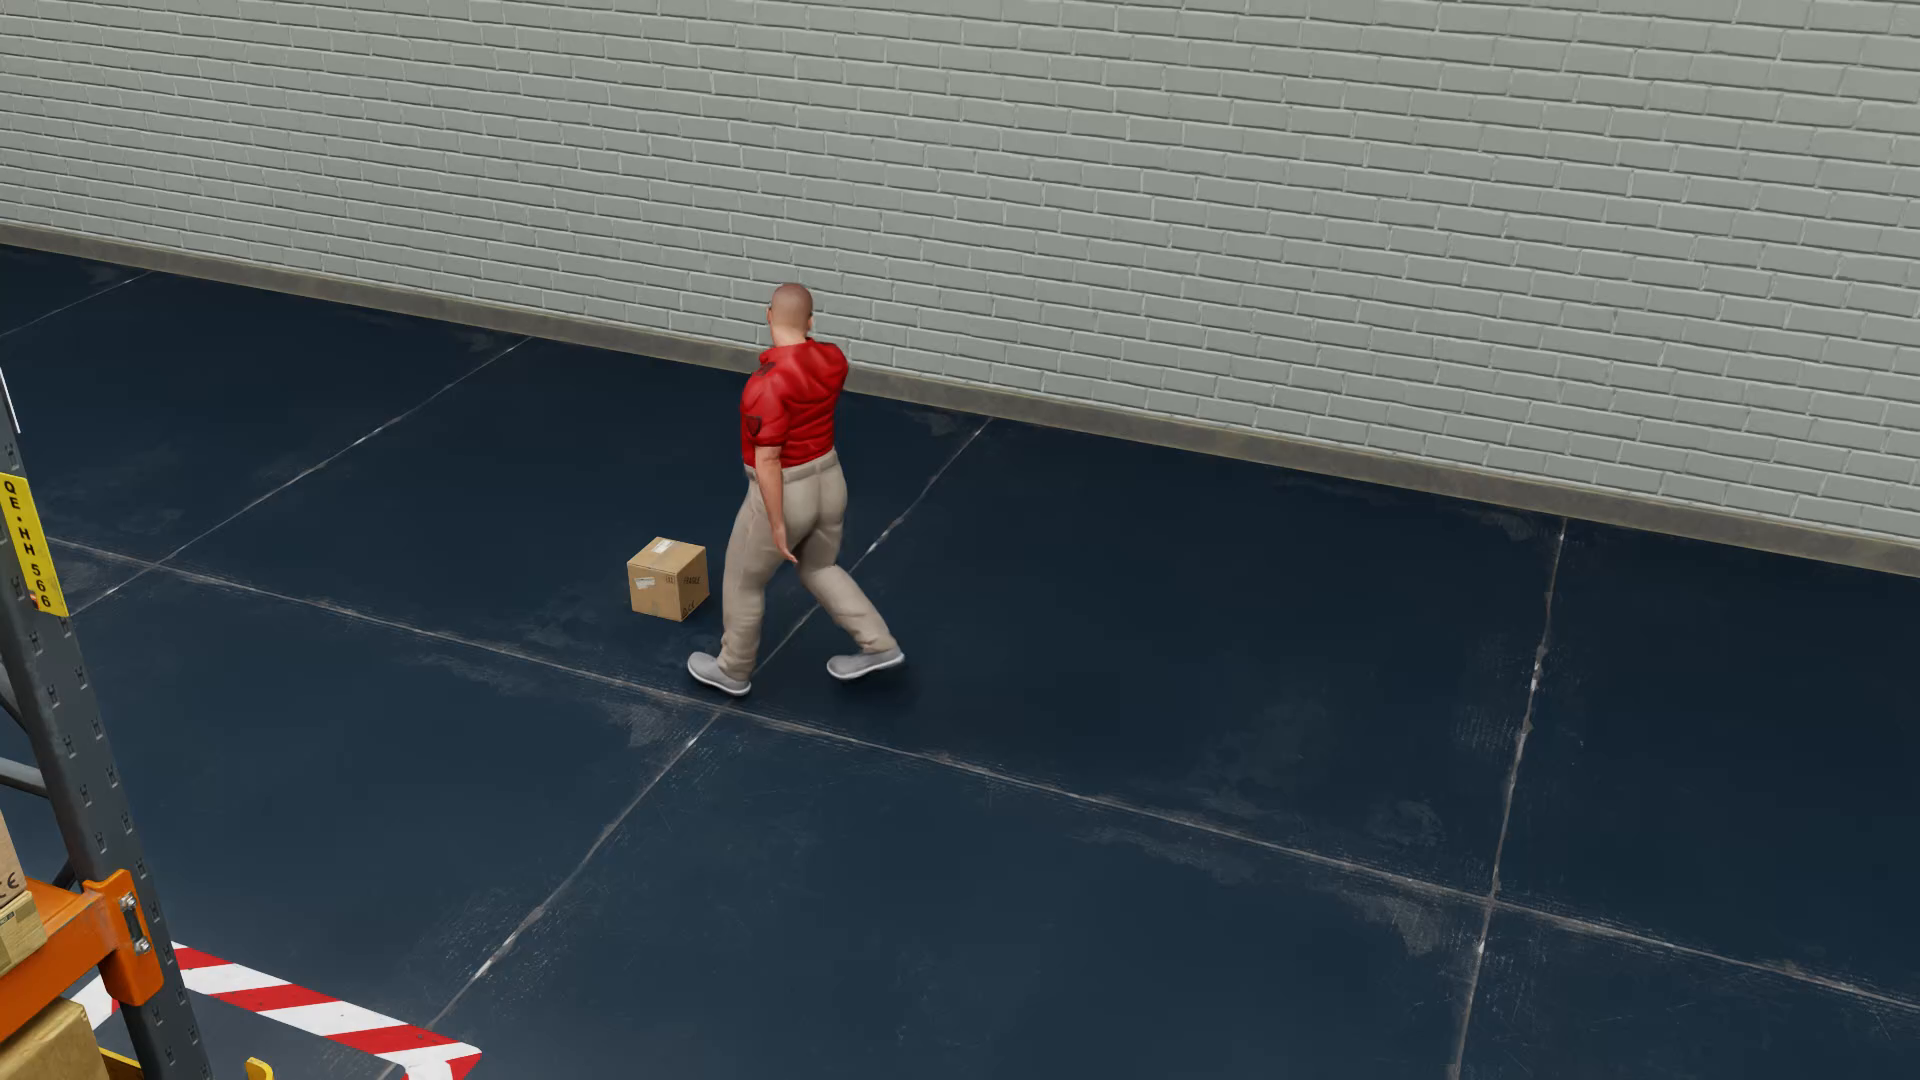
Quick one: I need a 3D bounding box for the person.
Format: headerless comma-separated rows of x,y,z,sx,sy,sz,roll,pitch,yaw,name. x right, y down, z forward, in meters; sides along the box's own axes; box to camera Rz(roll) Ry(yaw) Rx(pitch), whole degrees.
-0.659,-0.169,6.451,0.816,1.681,0.592,22,36,33,person
